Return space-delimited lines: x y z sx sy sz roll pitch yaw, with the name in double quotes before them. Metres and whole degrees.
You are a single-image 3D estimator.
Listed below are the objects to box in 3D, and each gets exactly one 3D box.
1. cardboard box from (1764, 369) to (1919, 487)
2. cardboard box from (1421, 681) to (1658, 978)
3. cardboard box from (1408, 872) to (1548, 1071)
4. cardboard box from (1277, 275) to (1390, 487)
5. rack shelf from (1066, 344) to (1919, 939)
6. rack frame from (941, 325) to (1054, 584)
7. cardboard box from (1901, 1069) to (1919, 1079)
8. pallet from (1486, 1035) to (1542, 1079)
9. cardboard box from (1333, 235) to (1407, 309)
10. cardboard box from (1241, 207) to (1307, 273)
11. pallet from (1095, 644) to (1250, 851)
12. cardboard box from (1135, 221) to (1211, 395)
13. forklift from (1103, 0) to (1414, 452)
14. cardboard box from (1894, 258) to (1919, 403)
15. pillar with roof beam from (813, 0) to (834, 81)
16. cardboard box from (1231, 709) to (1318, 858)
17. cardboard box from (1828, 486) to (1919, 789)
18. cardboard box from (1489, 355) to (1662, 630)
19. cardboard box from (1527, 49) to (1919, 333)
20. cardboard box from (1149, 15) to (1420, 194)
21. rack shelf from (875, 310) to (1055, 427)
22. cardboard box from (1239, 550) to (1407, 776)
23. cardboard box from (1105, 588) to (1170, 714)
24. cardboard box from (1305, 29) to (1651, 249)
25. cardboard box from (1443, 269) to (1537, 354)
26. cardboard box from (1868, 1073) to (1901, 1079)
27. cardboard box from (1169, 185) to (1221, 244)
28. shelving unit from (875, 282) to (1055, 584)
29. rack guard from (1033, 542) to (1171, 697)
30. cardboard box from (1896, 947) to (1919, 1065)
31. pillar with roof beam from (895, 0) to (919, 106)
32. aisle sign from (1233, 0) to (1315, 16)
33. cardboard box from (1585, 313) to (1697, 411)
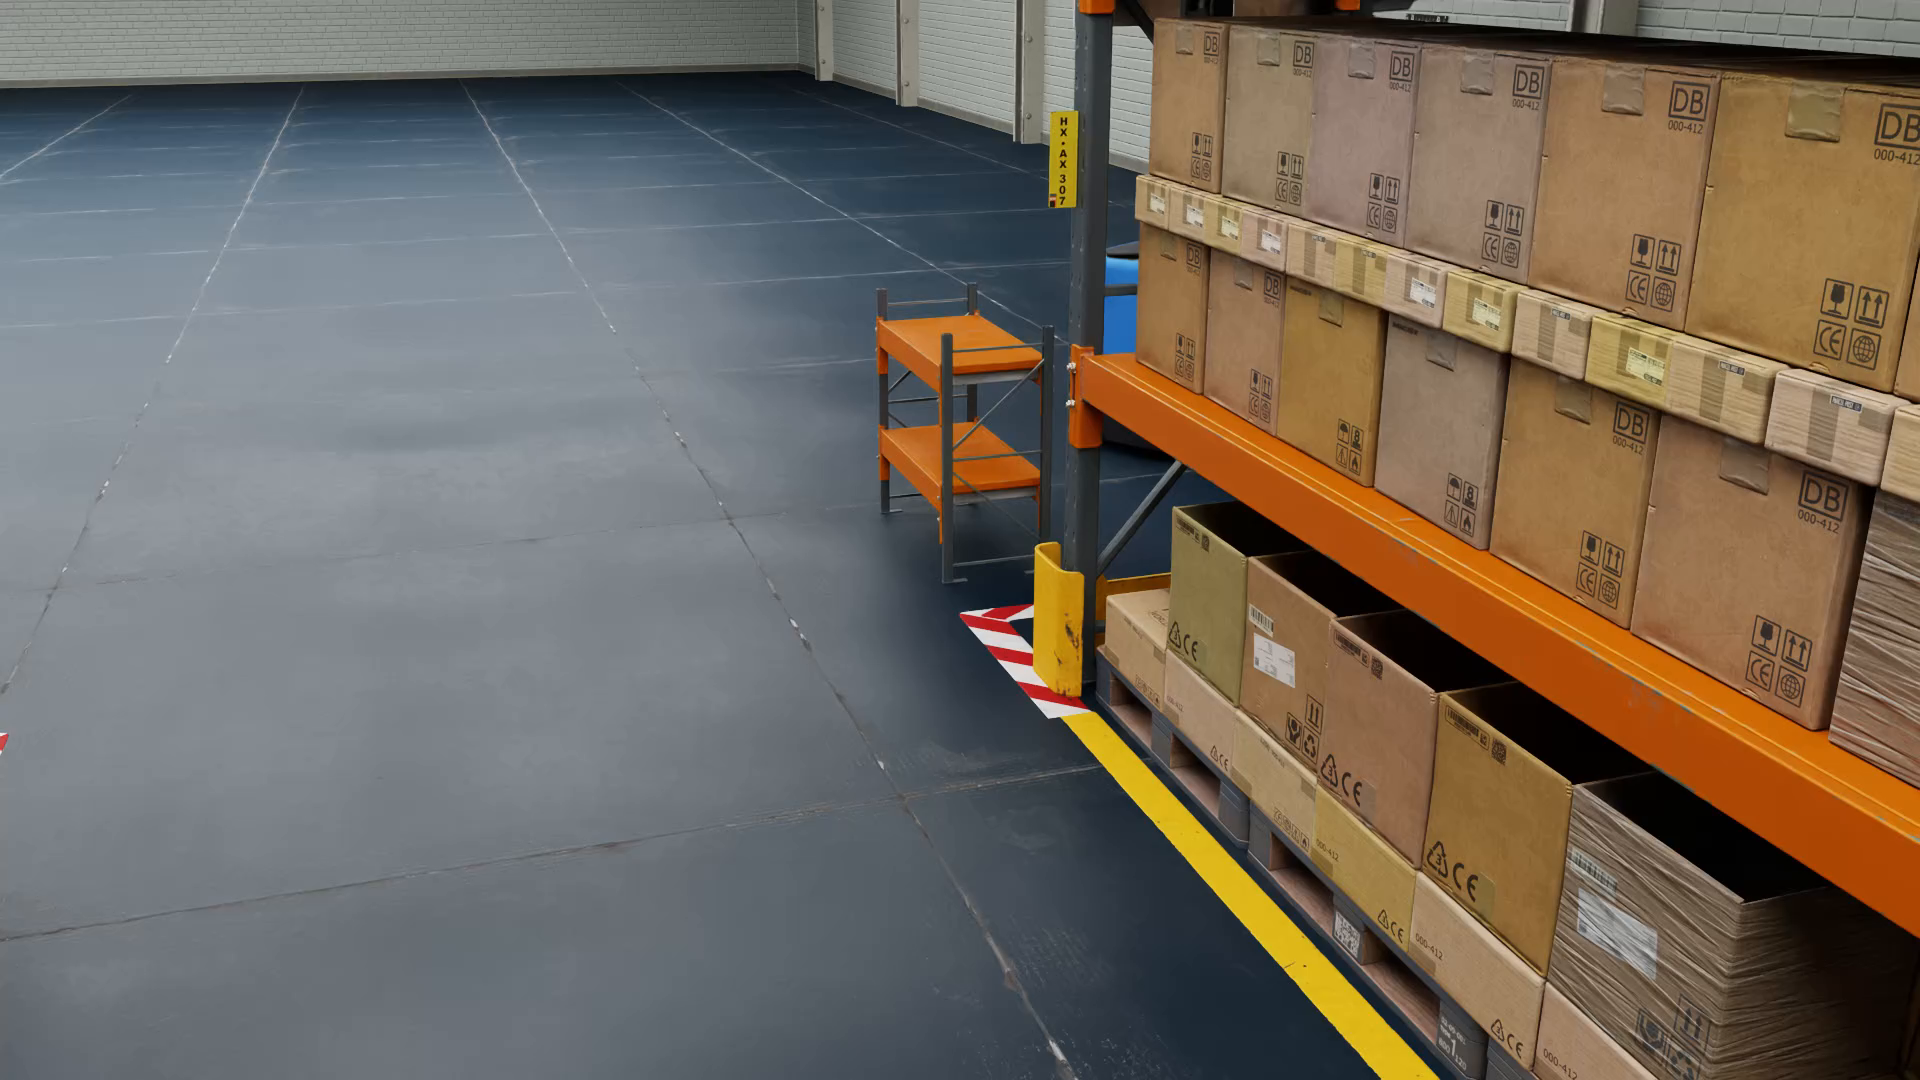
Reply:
"cardboard box" 1.693 -0.219 2.981 0.380 0.149 0.250 -7 21 -19
"cardboard box" 1.482 0.657 3.986 0.500 0.500 0.500 -6 21 -17
"cardboard box" 1.470 1.012 4.109 0.500 0.250 0.500 -6 21 -17
"cardboard box" 1.340 -0.490 4.696 0.700 0.500 0.500 -6 21 -17
"rack shelf" 1.514 0.058 4.382 1.077 0.370 4.000 -6 21 -17
"rack frame" 0.162 -0.364 7.266 0.500 1.125 0.032 -6 21 -17
"cardboard box" 2.284 1.277 3.371 0.500 0.250 0.500 -6 21 -17
"pallet" 1.932 1.414 3.668 1.003 0.211 1.213 -6 21 -17
"cardboard box" 1.211 -0.713 4.356 0.380 0.149 0.250 -7 21 -18
"cardboard box" 1.044 -0.880 4.822 0.380 0.149 0.250 -7 21 -18
"pallet" 1.165 0.631 5.848 1.003 0.211 1.213 -6 21 -17
"cardboard box" 1.020 -0.818 5.609 0.700 0.500 0.500 -6 21 -17
"forklift" 1.936 -2.218 9.757 1.130 2.935 3.031 15 24 35
"cardboard box" 1.997 -0.438 2.632 0.700 0.500 0.500 -6 21 -17
"pillar with roof beam" -6.888 -13.310 31.662 9.100 9.000 0.400 -6 21 -17
"cardboard box" 1.160 0.690 5.004 0.500 0.250 0.500 -6 21 -17
"cardboard box" 1.997 0.172 2.851 0.700 0.500 0.500 -7 21 -19
"cardboard box" 1.671 -0.158 3.770 0.700 0.500 0.500 -6 21 -16
"cardboard box" 1.680 -0.761 3.531 0.700 0.500 0.500 -6 21 -17
"cardboard box" 1.036 -1.412 5.343 0.700 0.500 0.500 -6 21 -17
"rack shelf" 0.002 -0.803 7.621 0.538 0.278 1.000 -6 21 -17
"cardboard box" 1.171 0.336 4.880 0.500 0.500 0.500 -6 21 -17
"cardboard box" 0.842 0.370 5.896 0.500 0.250 0.500 -6 21 -17
"cardboard box" 1.366 -1.082 4.425 0.700 0.500 0.500 -6 21 -17
"cardboard box" 1.370 -0.548 3.898 0.380 0.149 0.250 -6 21 -15
"cardboard box" 1.789 1.332 3.217 0.500 0.250 0.500 -6 21 -17
"cardboard box" 0.890 -1.042 5.271 0.380 0.149 0.250 -7 21 -19
"shelving unit" 0.002 -0.527 7.720 0.538 1.125 1.048 -6 21 -17
"rack guard" 0.878 0.246 6.491 1.175 0.500 0.348 -6 21 -17
"cardboard box" 2.129 0.763 3.692 0.500 0.500 0.500 -6 21 -17
"pillar with roof beam" -5.003 -11.385 26.301 9.100 9.000 0.400 -6 21 -17
"aisle sign" 1.143 -2.198 5.753 0.394 0.787 0.004 -6 21 -17
"cardboard box" 1.535 -0.382 3.436 0.380 0.149 0.250 -6 21 -17
